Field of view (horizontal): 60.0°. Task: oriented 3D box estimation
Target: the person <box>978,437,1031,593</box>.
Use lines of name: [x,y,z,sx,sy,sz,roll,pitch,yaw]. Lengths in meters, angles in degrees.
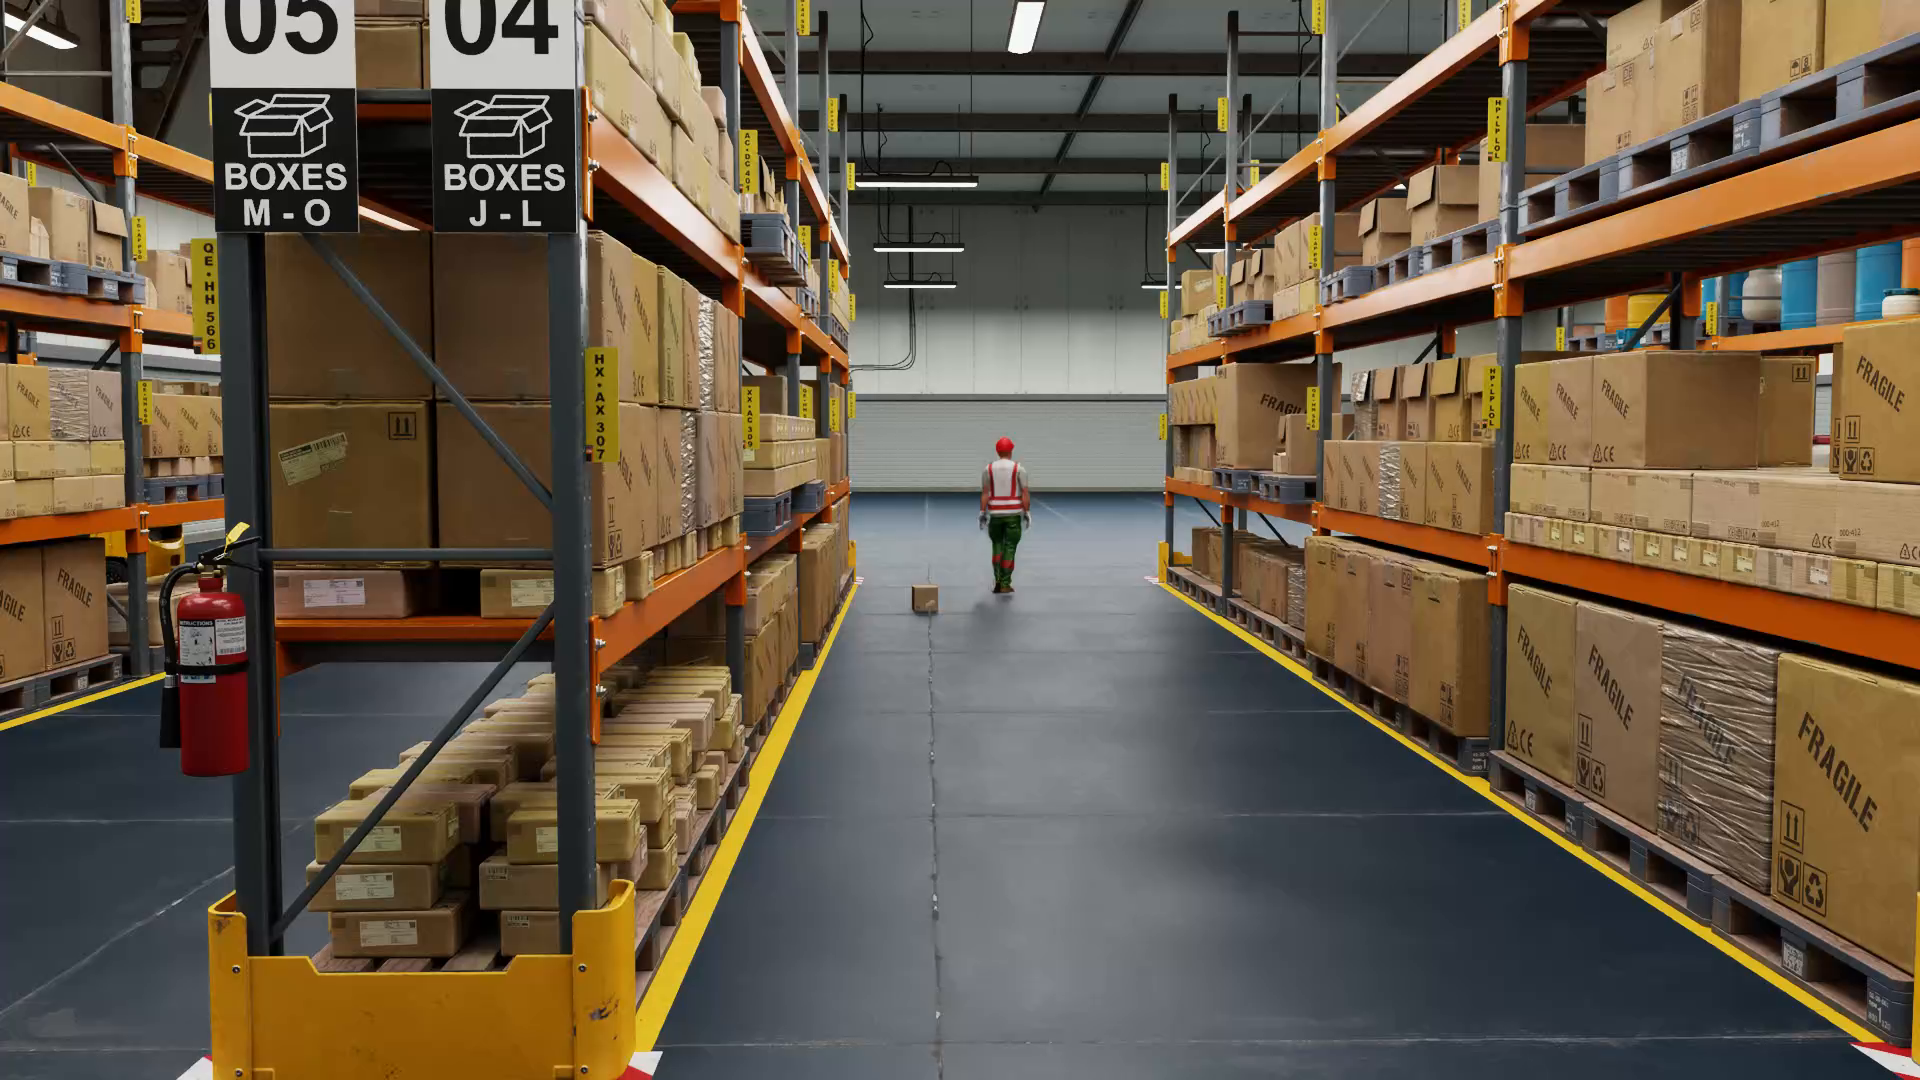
person: [0.522,-0.262,19.100,0.588,1.843,0.519,1,4,17]
